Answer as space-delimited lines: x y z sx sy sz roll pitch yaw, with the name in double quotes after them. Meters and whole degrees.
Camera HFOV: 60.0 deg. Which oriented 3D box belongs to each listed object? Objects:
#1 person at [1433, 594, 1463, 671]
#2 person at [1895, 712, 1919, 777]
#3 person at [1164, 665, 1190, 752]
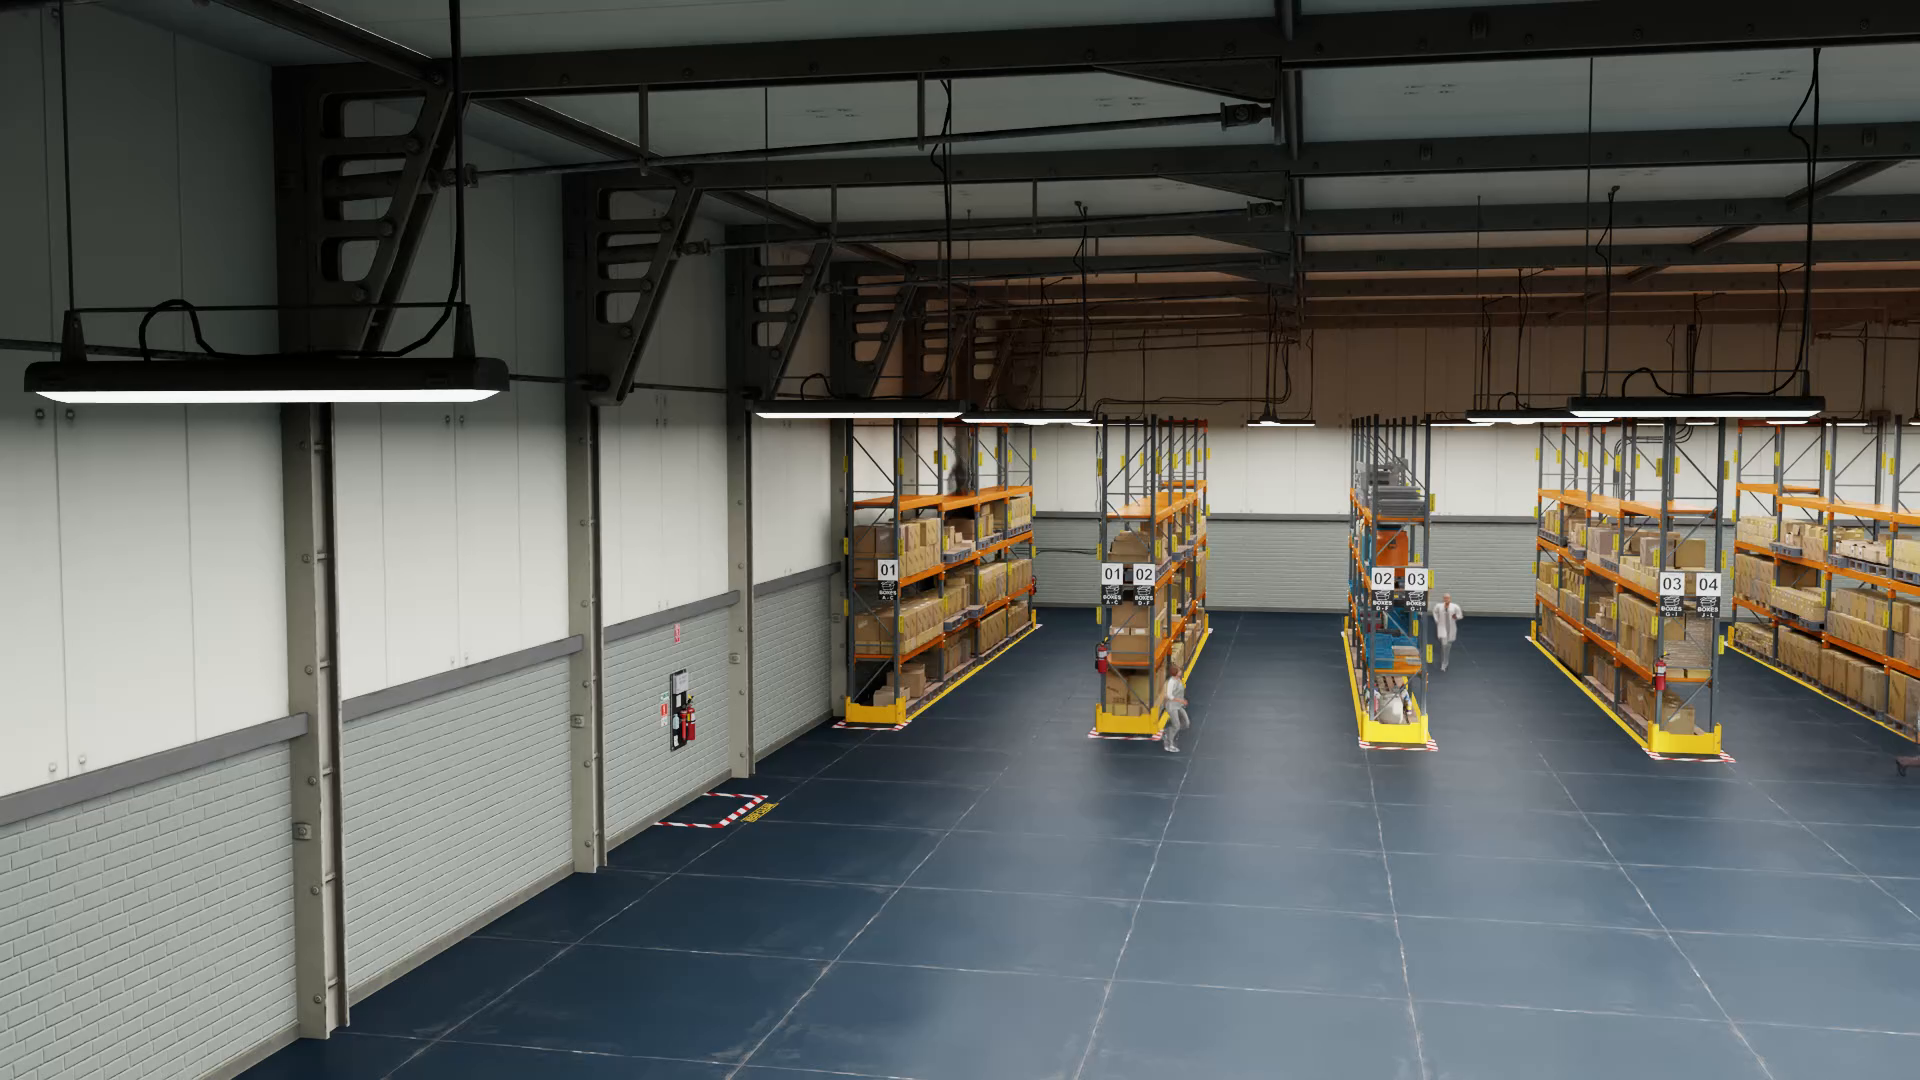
11.672 2.197 39.792 0.668 1.853 0.865 1 4 10 "person"
15.326 3.160 26.401 0.658 1.666 0.840 -3 5 -36 "person"
3.840 2.980 29.427 0.522 1.561 0.550 2 4 31 "person"
